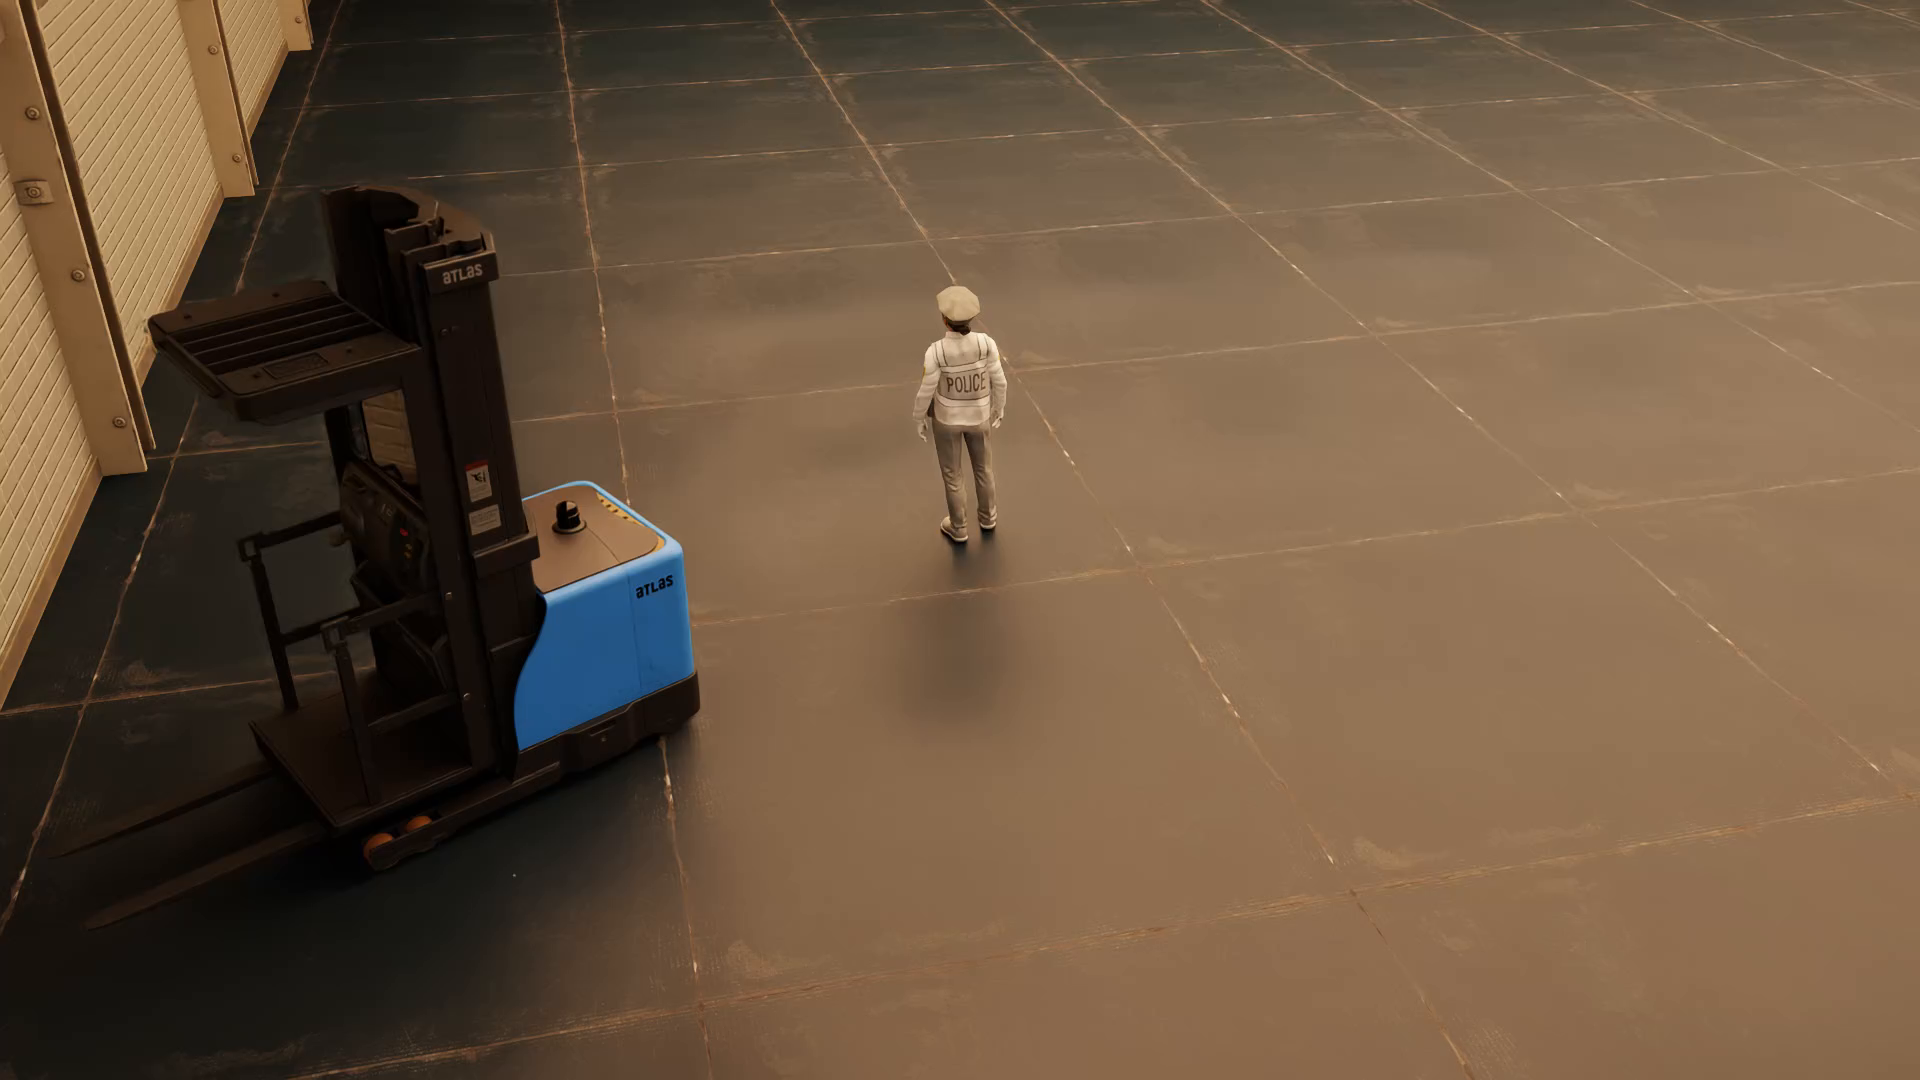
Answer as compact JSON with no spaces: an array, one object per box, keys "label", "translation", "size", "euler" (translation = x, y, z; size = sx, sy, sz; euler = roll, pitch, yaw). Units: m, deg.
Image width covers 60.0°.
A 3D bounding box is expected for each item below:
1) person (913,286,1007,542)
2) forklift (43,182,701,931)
[{"label":"person","translation":[-0.009,-0.774,10.131],"size":[0.586,1.694,0.532],"euler":[-7,31,-12]},{"label":"forklift","translation":[-2.824,-0.017,7.604],"size":[3.031,2.935,1.130],"euler":[-23,37,-34]}]
